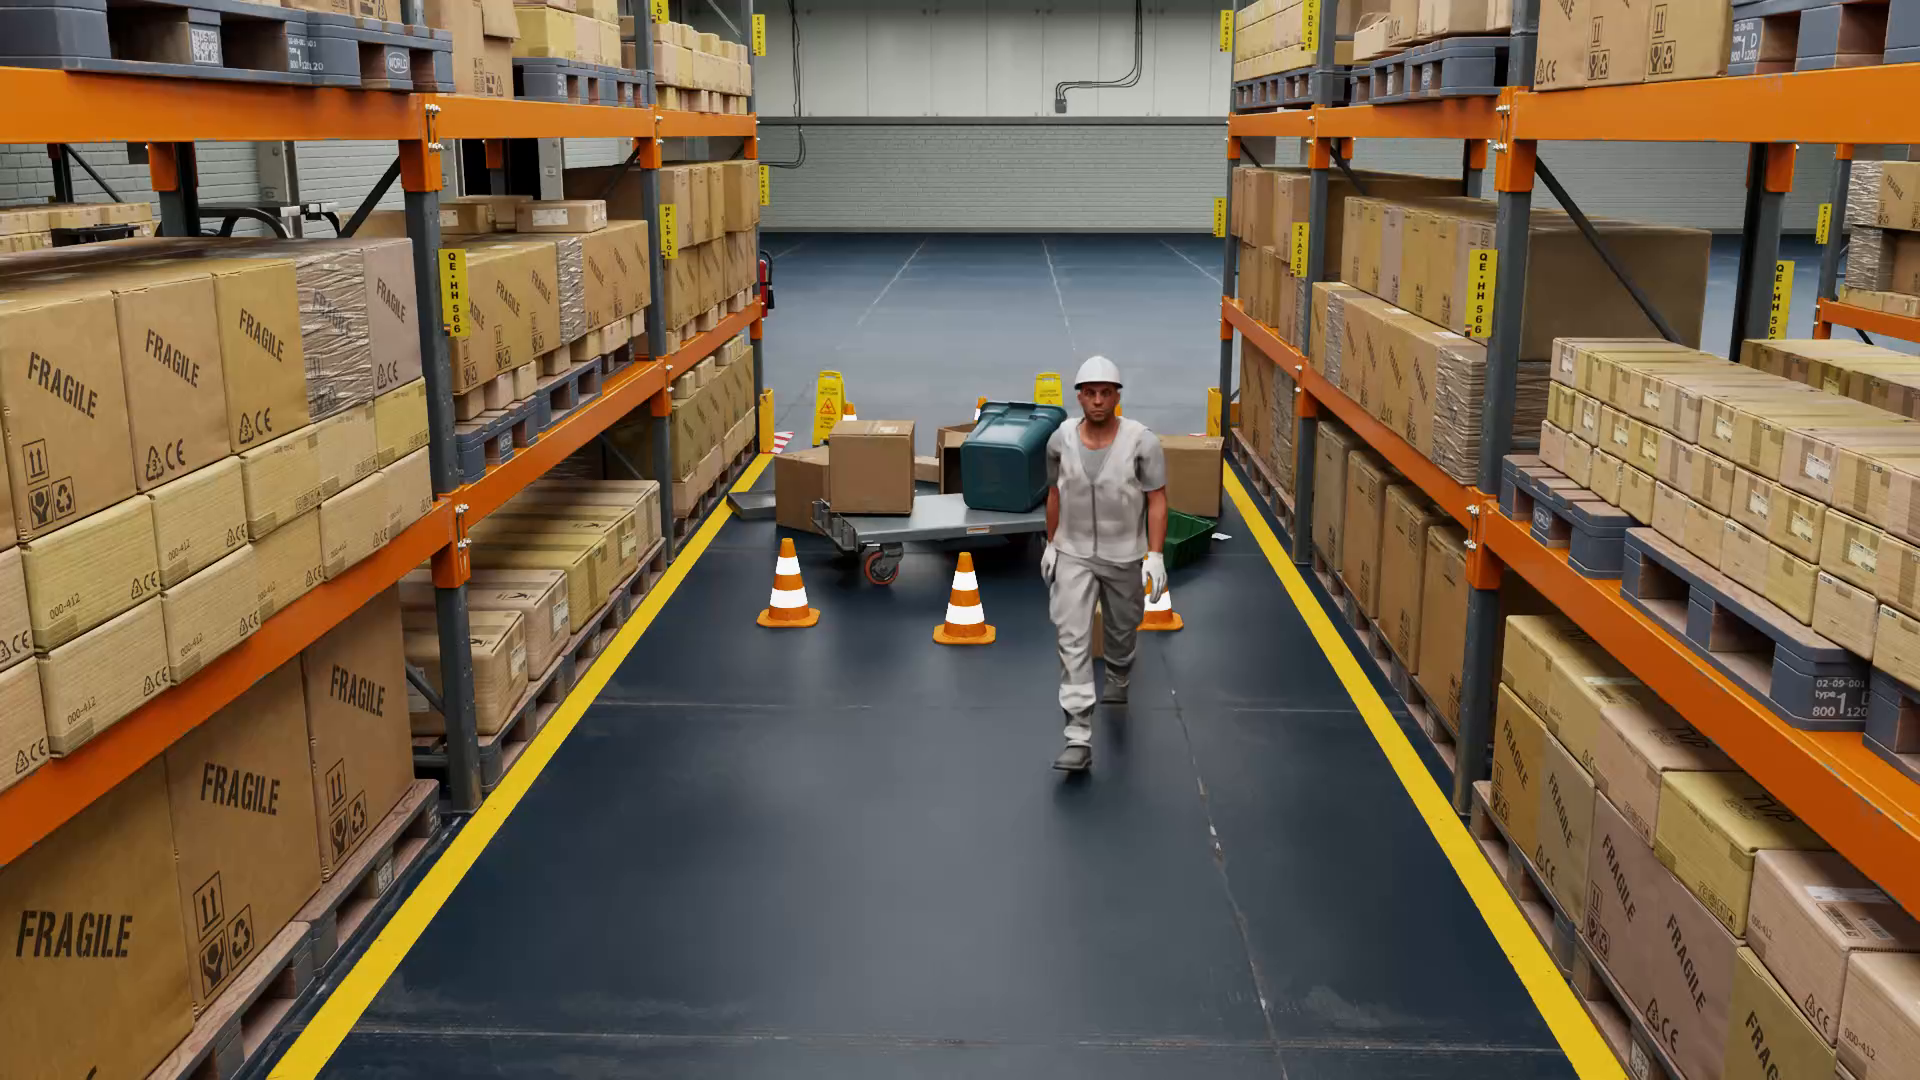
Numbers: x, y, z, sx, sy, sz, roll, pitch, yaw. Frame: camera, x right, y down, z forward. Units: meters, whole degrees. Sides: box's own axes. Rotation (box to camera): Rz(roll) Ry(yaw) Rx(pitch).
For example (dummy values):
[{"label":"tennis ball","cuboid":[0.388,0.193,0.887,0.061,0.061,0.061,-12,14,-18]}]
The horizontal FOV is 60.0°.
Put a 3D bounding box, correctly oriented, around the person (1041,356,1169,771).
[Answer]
[{"label":"person","cuboid":[0.622,0.064,7.226,0.576,1.747,1.046,3,14,11]}]
